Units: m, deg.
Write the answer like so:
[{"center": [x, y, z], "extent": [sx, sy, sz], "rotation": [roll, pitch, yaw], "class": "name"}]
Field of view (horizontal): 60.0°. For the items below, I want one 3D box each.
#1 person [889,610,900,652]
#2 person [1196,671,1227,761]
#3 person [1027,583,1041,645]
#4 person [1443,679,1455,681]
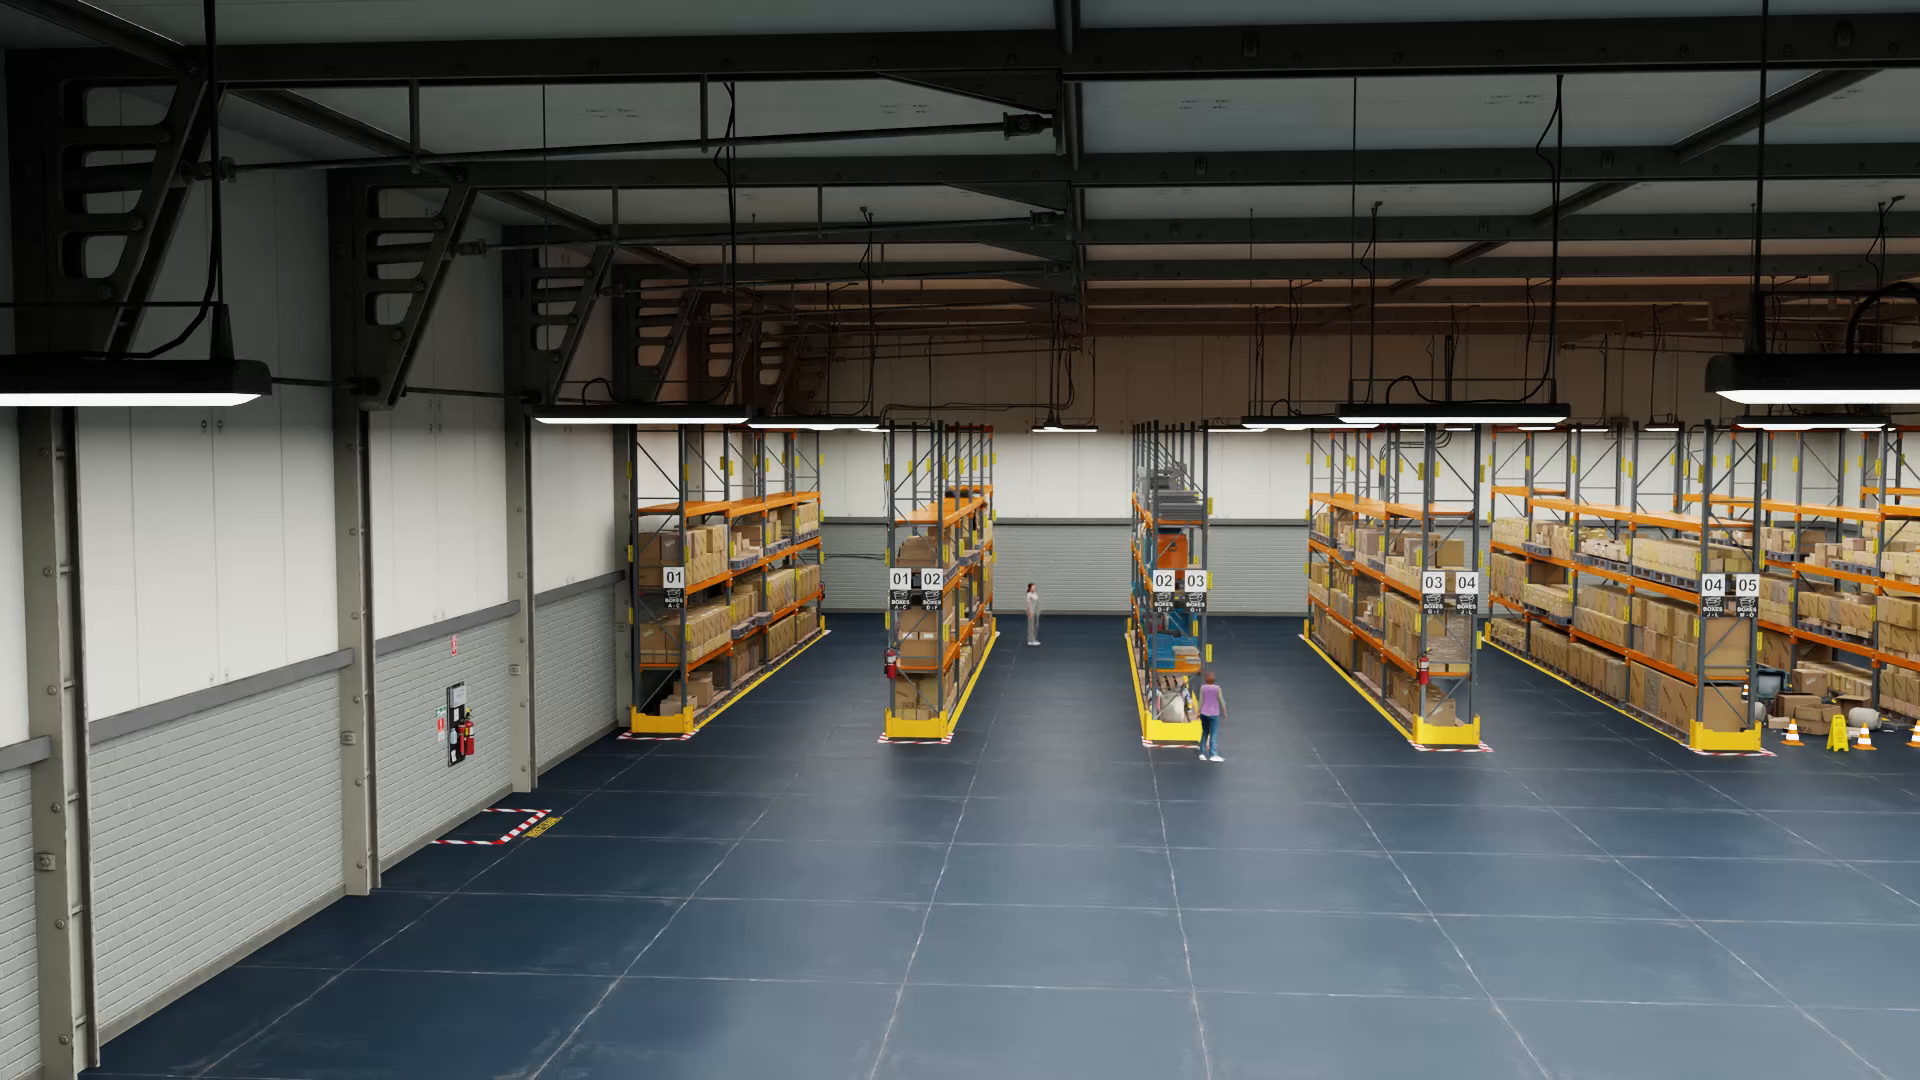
[{"center": [-1.532, 2.213, 42.331], "extent": [0.520, 1.597, 0.559], "rotation": [2, 4, 25], "class": "person"}, {"center": [4.405, 3.093, 29.099], "extent": [0.464, 1.632, 0.451], "rotation": [3, 5, 41], "class": "person"}, {"center": [2.020, 2.004, 45.029], "extent": [0.413, 1.701, 0.551], "rotation": [2, 4, 33], "class": "person"}, {"center": [11.521, 2.412, 38.774], "extent": [0.435, 1.731, 0.597], "rotation": [2, 4, 29], "class": "person"}]
